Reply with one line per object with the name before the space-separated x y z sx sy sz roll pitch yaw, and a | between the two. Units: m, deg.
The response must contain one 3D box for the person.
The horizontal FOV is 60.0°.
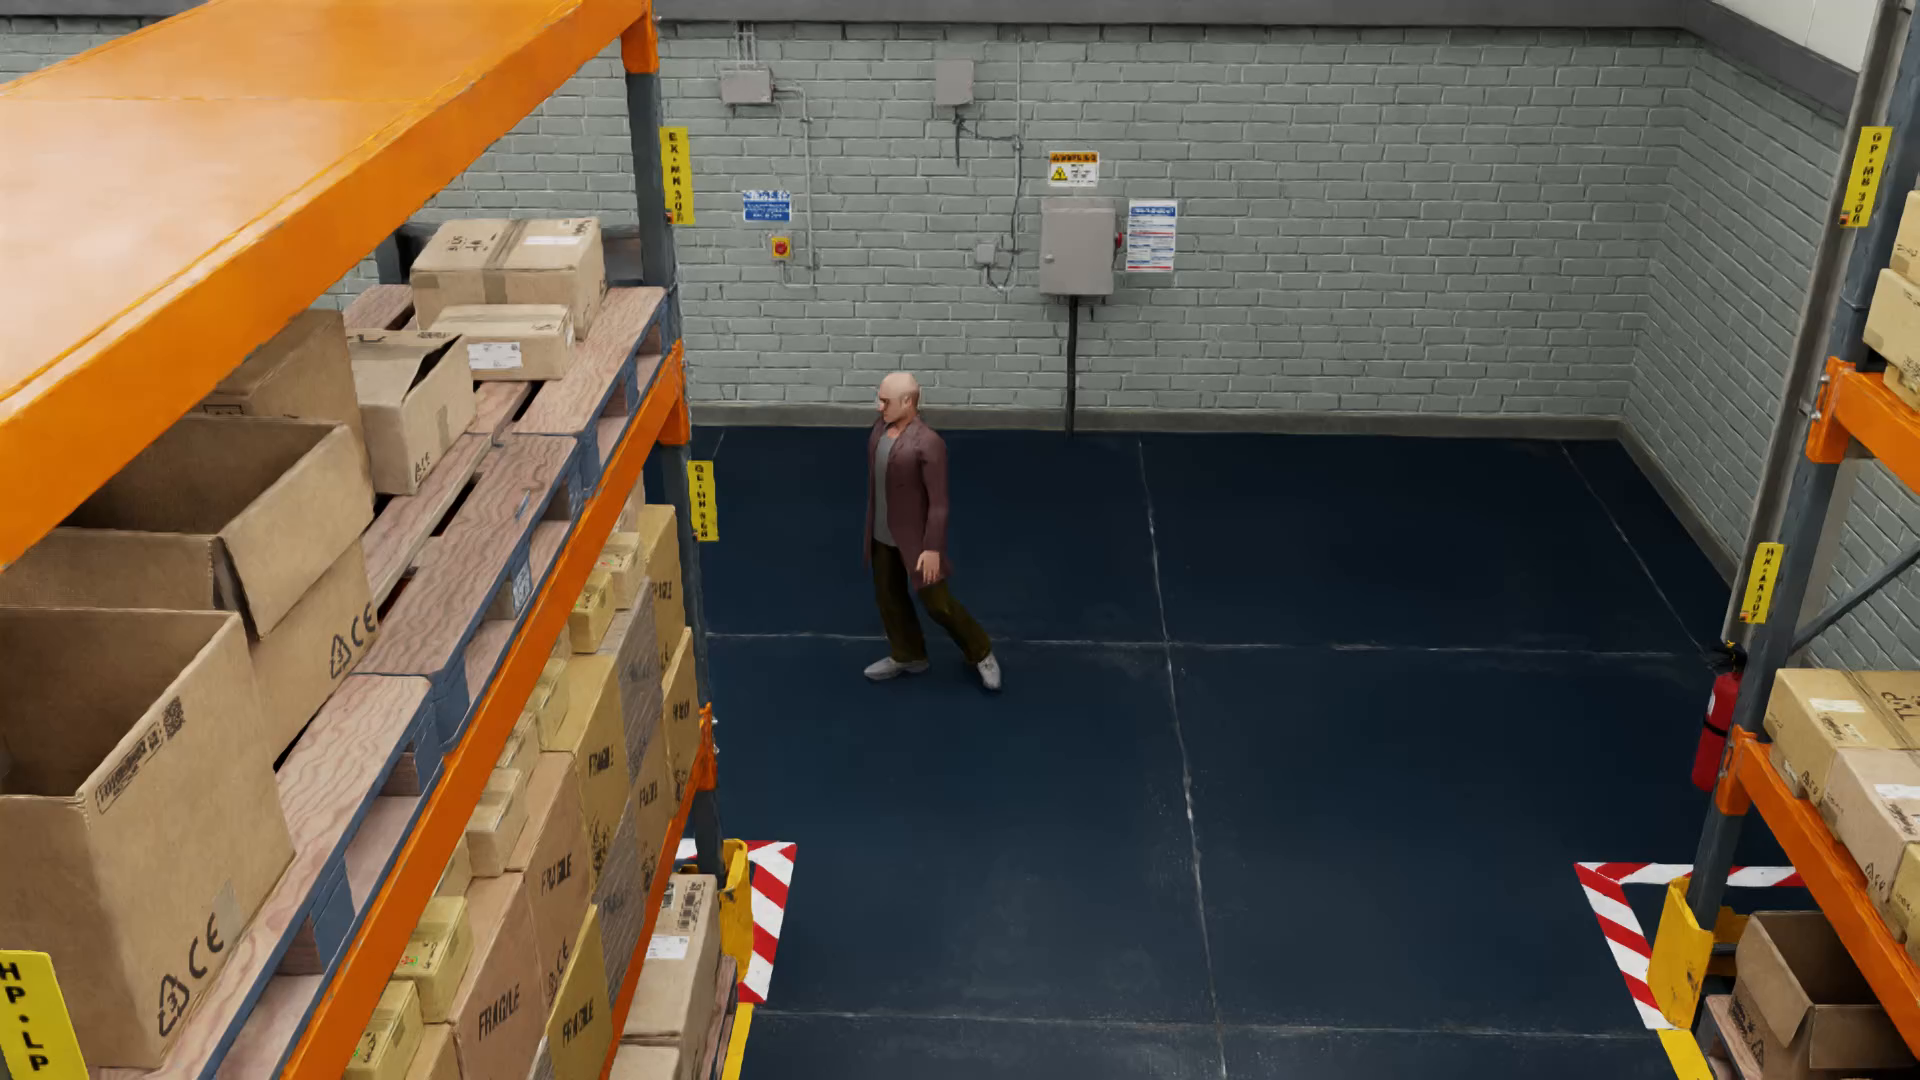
person | -0.154 -0.037 8.708 0.579 1.768 0.823 -24 36 -38
